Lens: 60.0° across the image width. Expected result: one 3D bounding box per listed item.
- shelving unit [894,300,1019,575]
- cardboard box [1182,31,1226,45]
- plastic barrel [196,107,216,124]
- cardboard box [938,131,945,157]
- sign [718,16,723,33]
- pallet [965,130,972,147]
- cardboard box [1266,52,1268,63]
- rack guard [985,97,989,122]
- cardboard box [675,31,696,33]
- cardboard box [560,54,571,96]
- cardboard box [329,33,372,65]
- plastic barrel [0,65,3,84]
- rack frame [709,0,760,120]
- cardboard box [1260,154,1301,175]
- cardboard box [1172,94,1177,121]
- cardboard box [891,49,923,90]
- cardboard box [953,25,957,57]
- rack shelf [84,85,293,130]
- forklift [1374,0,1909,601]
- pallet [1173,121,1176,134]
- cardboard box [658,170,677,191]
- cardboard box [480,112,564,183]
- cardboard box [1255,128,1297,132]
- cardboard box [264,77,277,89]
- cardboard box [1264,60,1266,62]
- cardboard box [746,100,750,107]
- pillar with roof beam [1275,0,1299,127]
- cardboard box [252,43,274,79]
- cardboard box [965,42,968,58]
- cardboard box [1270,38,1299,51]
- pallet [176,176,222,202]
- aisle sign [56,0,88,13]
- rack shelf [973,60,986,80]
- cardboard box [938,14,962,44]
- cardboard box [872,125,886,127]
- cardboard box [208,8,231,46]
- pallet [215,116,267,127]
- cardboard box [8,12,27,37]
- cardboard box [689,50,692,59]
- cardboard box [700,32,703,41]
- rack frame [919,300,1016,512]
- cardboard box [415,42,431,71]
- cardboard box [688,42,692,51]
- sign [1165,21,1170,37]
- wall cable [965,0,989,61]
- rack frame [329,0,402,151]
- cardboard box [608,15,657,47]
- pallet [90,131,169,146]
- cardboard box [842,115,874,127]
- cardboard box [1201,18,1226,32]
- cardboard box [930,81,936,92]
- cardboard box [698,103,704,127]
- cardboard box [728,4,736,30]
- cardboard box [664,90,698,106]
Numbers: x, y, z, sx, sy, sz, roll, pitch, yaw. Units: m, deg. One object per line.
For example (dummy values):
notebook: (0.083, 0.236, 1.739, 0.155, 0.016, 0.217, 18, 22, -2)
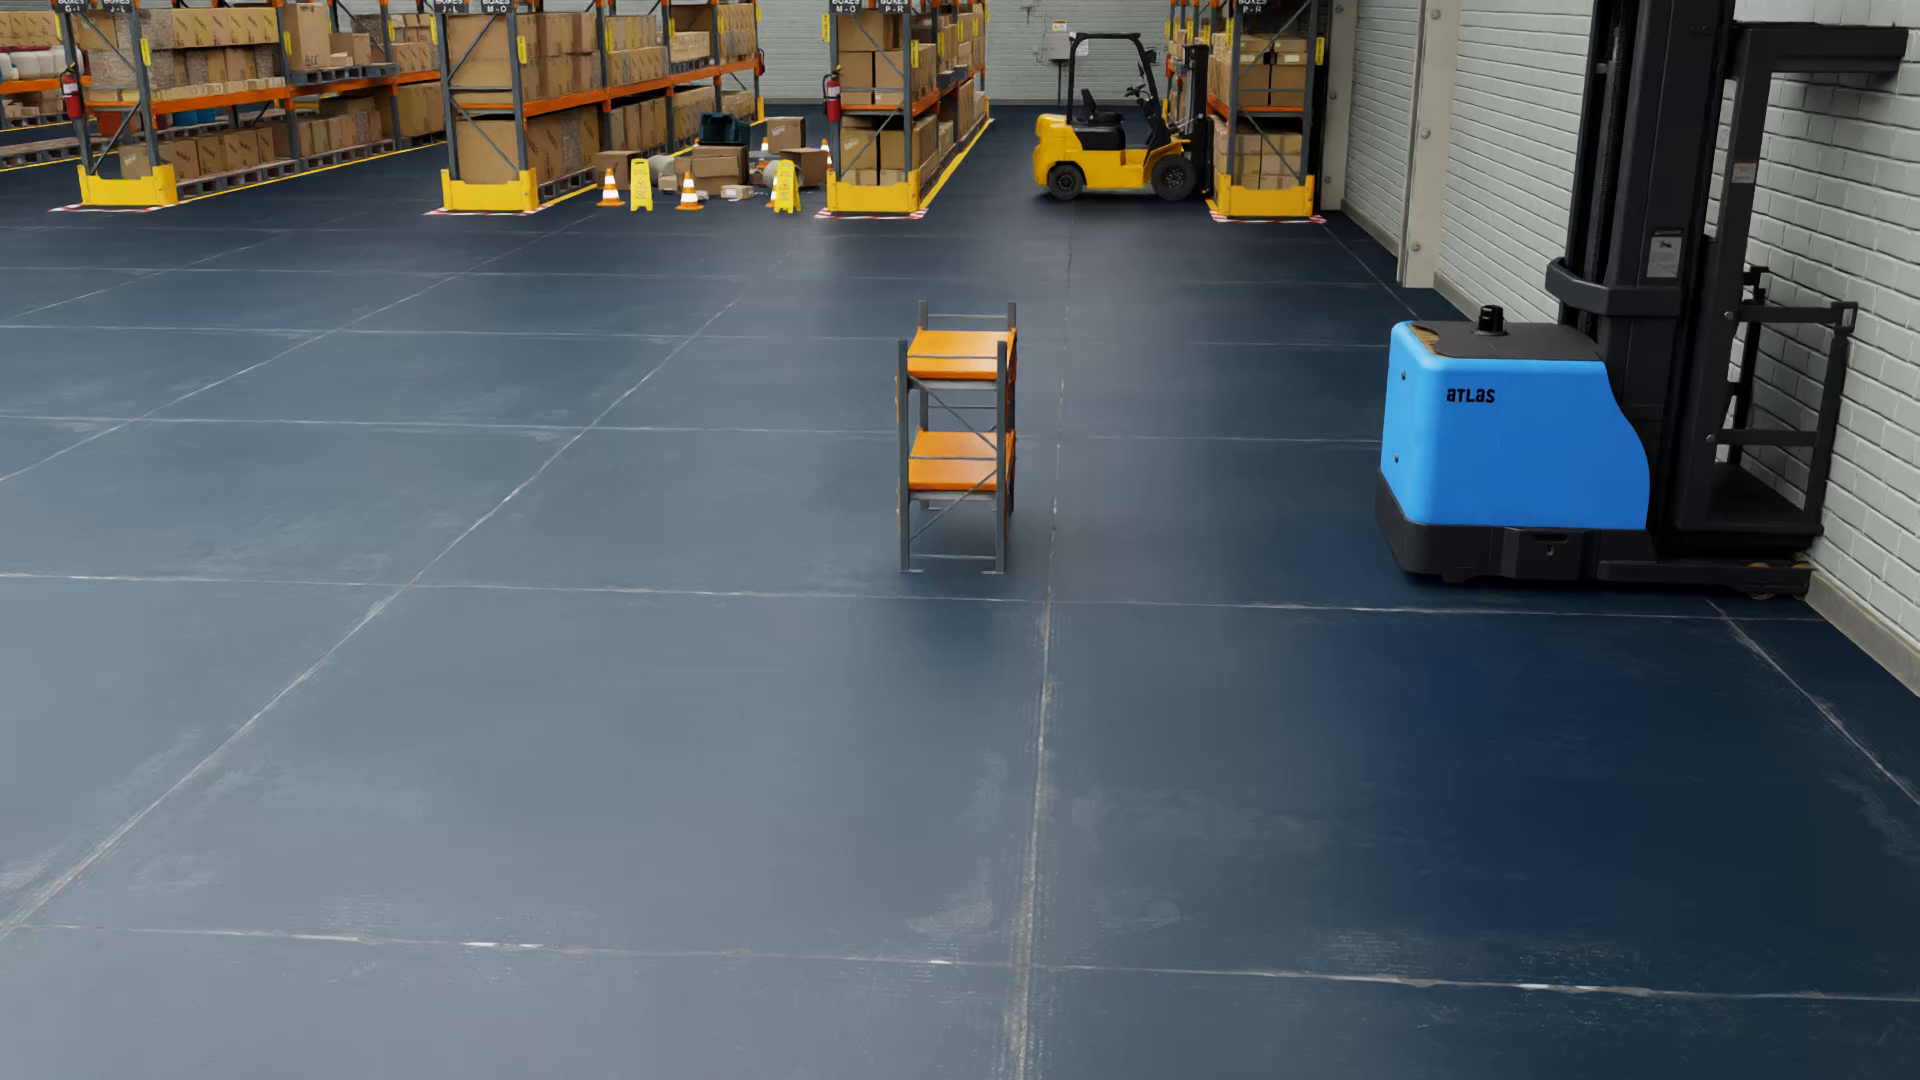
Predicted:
shelving unit: (0.000, -0.537, 8.254, 0.538, 1.125, 1.048, 1, 18, 4)
cardboard box: (4.345, -8.780, 29.561, 0.797, 0.503, 0.637, 1, 18, 3)
plastic barrel: (-15.133, -8.738, 32.968, 0.600, 0.901, 0.708, 1, 18, 4)
cardboard box: (-0.742, -6.225, 26.148, 0.950, 0.372, 0.625, 2, 18, 7)
sign: (-4.643, -9.990, 32.235, 0.100, 0.325, 0.005, 1, 18, 4)
pallet: (-0.317, -7.426, 30.746, 1.003, 0.211, 1.213, 1, 18, 4)
cardboard box: (4.101, -6.148, 21.165, 0.380, 0.149, 0.250, 1, 18, 3)
rack guard: (0.036, -9.434, 36.412, 1.175, 0.500, 0.348, 1, 18, 4)
cardboard box: (-5.444, -9.797, 32.865, 0.500, 0.500, 0.500, 1, 18, 4)
cardboard box: (-5.896, -6.420, 22.957, 0.875, 0.550, 0.500, 1, 18, 4)
cardboard box: (-10.362, -8.254, 27.961, 0.700, 0.500, 0.500, 4, 19, 12)
plastic barrel: (-15.320, -7.571, 25.906, 0.600, 0.901, 0.708, 1, 18, 4)
rack frame: (-4.910, -10.694, 36.241, 1.000, 3.000, 0.127, 1, 18, 4)
cardboard box: (4.080, -4.807, 21.216, 0.500, 0.250, 0.500, 2, 18, 5)
cardboard box: (4.673, -8.742, 33.624, 0.700, 0.500, 0.500, 1, 18, 2)
cardboard box: (-0.768, -6.136, 21.694, 0.500, 0.500, 0.500, 2, 18, 6)
cardboard box: (-0.320, -8.210, 27.349, 0.500, 0.500, 0.500, 1, 18, 3)
rack shelf: (-10.853, -6.146, 23.517, 1.077, 0.370, 4.000, 1, 18, 4)
forklift: (3.615, -1.288, 7.647, 3.031, 2.935, 1.130, 2, 18, 5)
pallet: (4.749, -8.151, 32.959, 1.003, 0.211, 1.213, 1, 18, 4)
cardboard box: (-4.056, -5.092, 23.538, 0.396, 0.266, 0.258, 4, 19, 13)
cardboard box: (-6.013, -5.400, 22.822, 0.875, 0.875, 0.875, 1, 18, 3)
cardboard box: (4.094, -5.204, 21.623, 0.500, 0.250, 0.500, 1, 18, 4)
cardboard box: (-10.460, -6.839, 24.880, 0.380, 0.149, 0.250, 1, 18, 4)
cardboard box: (4.198, -6.049, 21.907, 0.500, 0.500, 0.500, 1, 18, 3)
cardboard box: (-4.698, -9.348, 35.561, 0.380, 0.149, 0.250, 1, 18, 2)
pillar with roof beam: (0.924, -10.542, 26.144, 9.100, 9.000, 0.400, 1, 18, 4)
cardboard box: (-10.804, -7.159, 24.816, 0.875, 0.500, 0.500, 1, 18, 4)
cardboard box: (-0.120, -8.920, 30.267, 0.500, 0.250, 0.500, 2, 18, 5)
cardboard box: (4.133, -6.295, 21.137, 0.380, 0.149, 0.250, 2, 18, 5)
pallet: (-10.898, -4.816, 22.783, 1.003, 0.211, 1.213, 1, 18, 4)
aisle sign: (-11.300, -7.089, 21.066, 0.394, 0.787, 0.004, 1, 18, 4)
rack shelf: (-0.109, -9.651, 34.216, 1.077, 0.370, 4.000, 1, 18, 4)
cardboard box: (-0.234, -8.955, 29.167, 0.500, 0.500, 0.500, 1, 18, 4)
cardboard box: (-1.281, -5.311, 22.352, 0.500, 0.500, 0.500, 2, 18, 6)
cardboard box: (-10.578, -7.161, 23.216, 0.500, 0.500, 0.500, 1, 18, 4)
pallet: (-15.063, -8.608, 34.355, 1.003, 0.211, 1.213, 1, 18, 4)
cardboard box: (-19.666, -10.639, 34.307, 0.500, 0.500, 0.500, 1, 18, 2)
cardboard box: (-5.137, -8.916, 30.546, 0.380, 0.149, 0.250, 1, 18, 2)
cardboard box: (-5.070, -9.521, 31.437, 0.380, 0.149, 0.250, 1, 18, 2)
rack frame: (0.037, -0.695, 8.736, 0.500, 1.125, 0.032, 1, 18, 4)
cardboard box: (-10.049, -8.863, 30.493, 0.500, 0.500, 0.500, 1, 18, 3)
cardboard box: (-5.142, -9.060, 30.507, 0.380, 0.149, 0.250, 2, 18, 6)
sign: (4.445, -10.928, 35.567, 0.100, 0.325, 0.005, 1, 18, 4)
wall cable: (0.416, -12.864, 41.183, 0.585, 1.953, 0.123, 1, 18, 4)
rack frame: (-10.423, -8.351, 29.092, 1.000, 3.000, 0.127, 1, 18, 4)
cardboard box: (-5.525, -8.592, 28.062, 0.700, 0.500, 0.500, 1, 18, 4)
pallet: (-15.349, -7.382, 30.614, 1.003, 0.211, 1.213, 1, 18, 4)
cardboard box: (-1.356, -5.573, 22.109, 0.380, 0.149, 0.250, 2, 18, 6)
cardboard box: (5.071, -10.146, 33.127, 0.500, 0.500, 0.500, 1, 18, 2)
cardboard box: (-0.556, -6.584, 24.102, 0.380, 0.149, 0.250, 2, 18, 5)
cardboard box: (-5.077, -7.909, 31.083, 0.500, 0.500, 0.500, 1, 18, 3)
cardboard box: (-4.832, -10.567, 33.611, 0.500, 0.500, 0.500, 2, 18, 5)
cardboard box: (-5.108, -8.097, 30.451, 0.500, 0.250, 0.500, 1, 18, 4)
